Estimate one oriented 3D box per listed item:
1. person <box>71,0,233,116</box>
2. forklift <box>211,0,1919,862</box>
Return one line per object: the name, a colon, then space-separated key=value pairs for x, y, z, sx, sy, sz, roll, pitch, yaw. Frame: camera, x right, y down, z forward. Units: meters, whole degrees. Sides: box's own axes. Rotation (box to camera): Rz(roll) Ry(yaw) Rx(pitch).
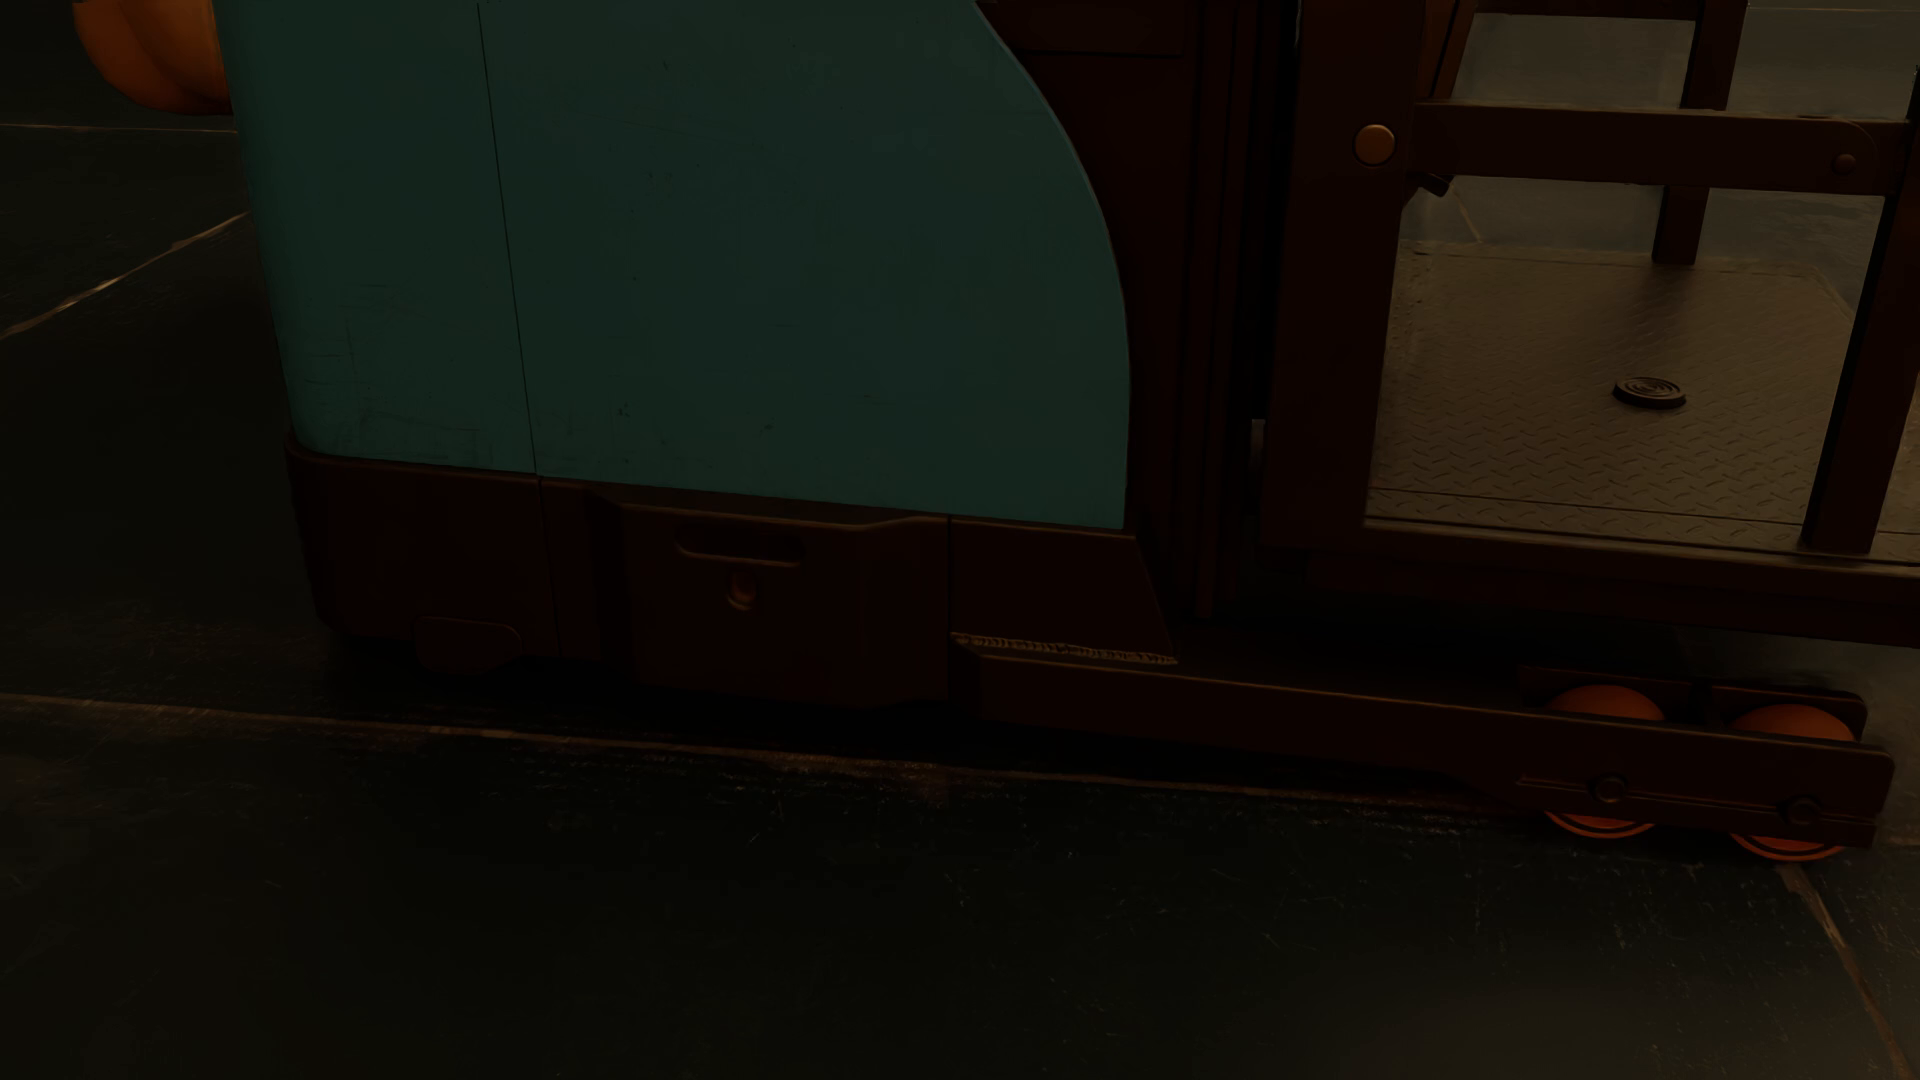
person: x=-1.235 y=-1.076 z=3.060 sx=0.793 sy=1.525 sz=0.856 roll=10 pitch=28 yaw=20
forklift: x=0.729 y=-1.224 z=1.670 sx=3.031 sy=2.935 sz=1.130 roll=5 pitch=27 yaw=11
